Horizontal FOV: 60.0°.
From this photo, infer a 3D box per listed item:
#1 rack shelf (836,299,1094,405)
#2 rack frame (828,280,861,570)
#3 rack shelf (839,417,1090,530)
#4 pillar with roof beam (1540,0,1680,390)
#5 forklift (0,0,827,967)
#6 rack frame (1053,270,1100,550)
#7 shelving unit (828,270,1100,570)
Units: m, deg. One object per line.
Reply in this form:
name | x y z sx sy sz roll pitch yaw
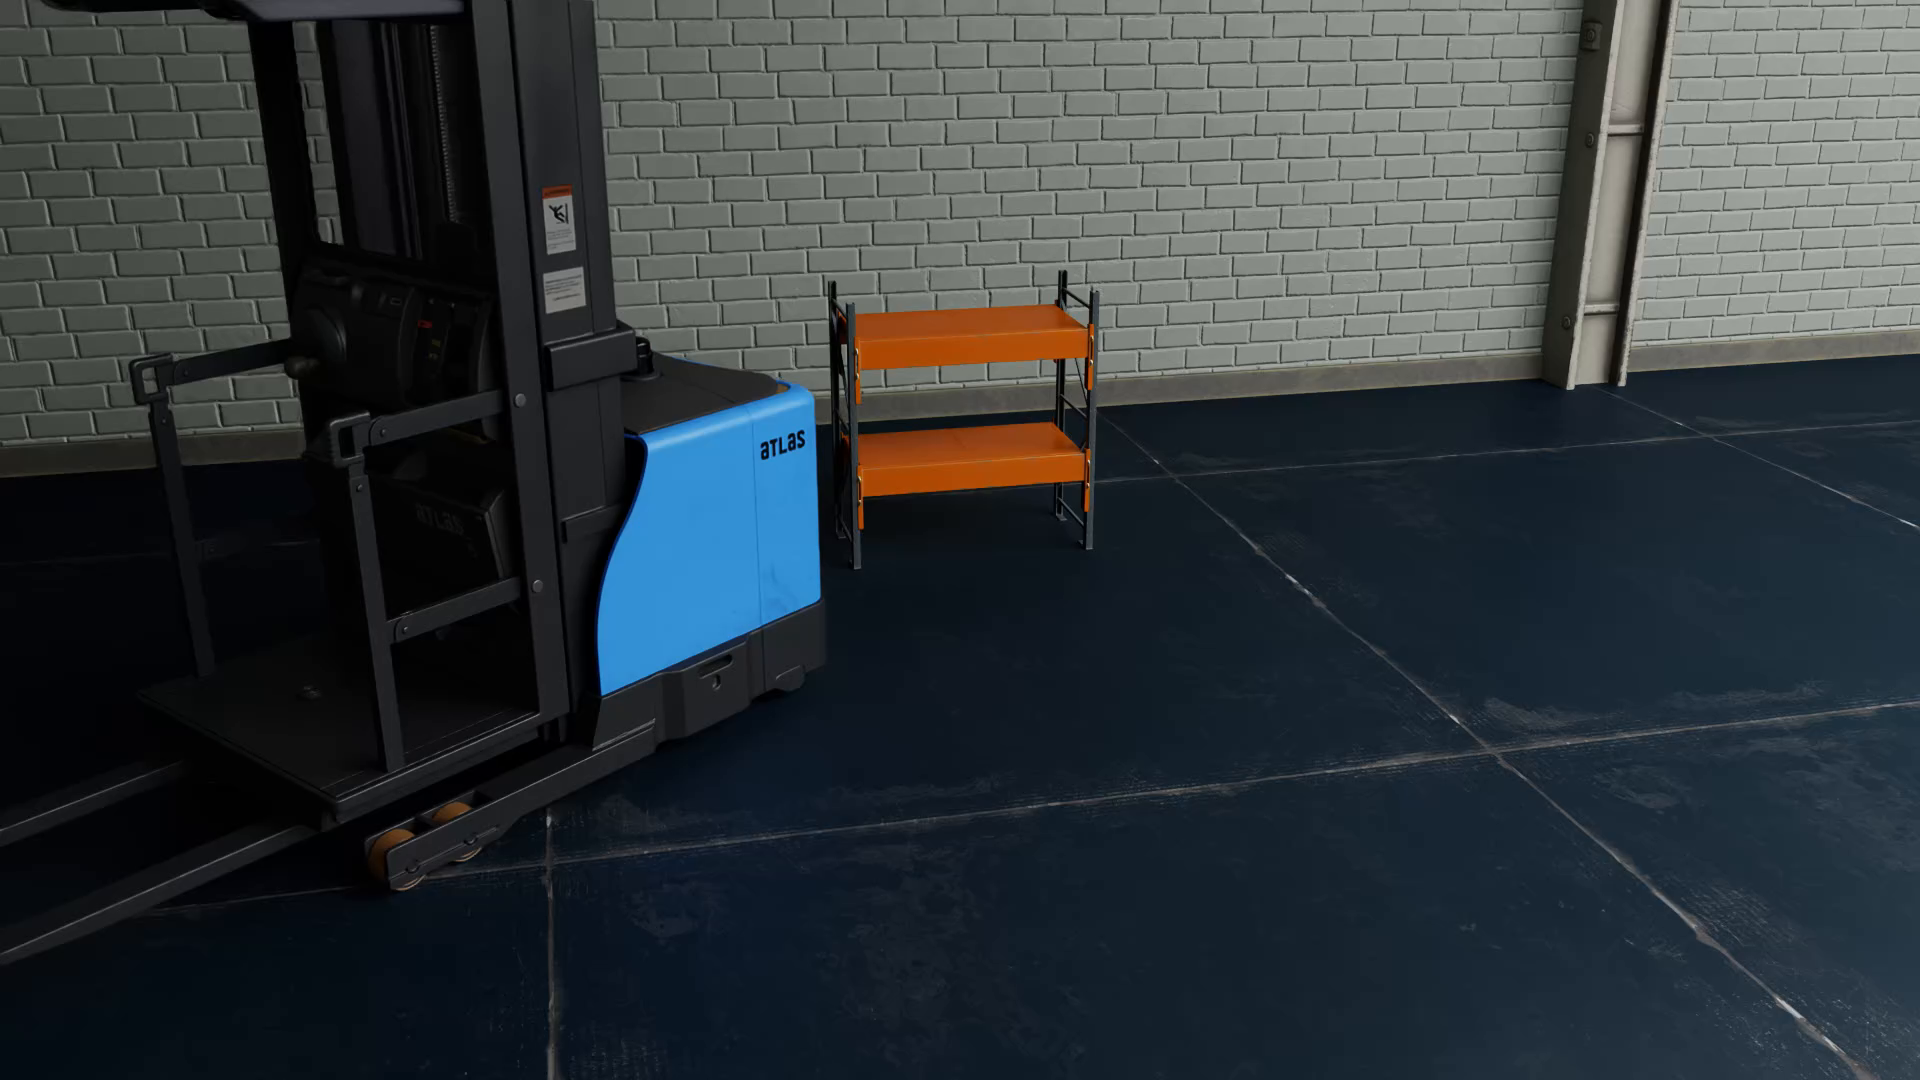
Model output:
rack shelf | 0.007 -0.804 7.022 1.000 0.278 0.538 -5 21 -12
rack frame | -0.488 -0.488 7.013 0.032 1.125 0.500 -5 21 -12
rack shelf | 0.007 -0.299 7.207 1.000 0.278 0.538 -5 21 -12
pillar with roof beam | 4.688 -3.730 4.415 0.400 9.000 9.100 -5 21 -12
forklift | -1.781 -0.590 4.665 1.130 2.935 3.031 15 25 36
rack frame | 0.501 -0.569 7.232 0.032 1.125 0.500 -5 21 -12
shelving unit | 0.007 -0.529 7.123 1.048 1.125 0.538 -5 21 -12
